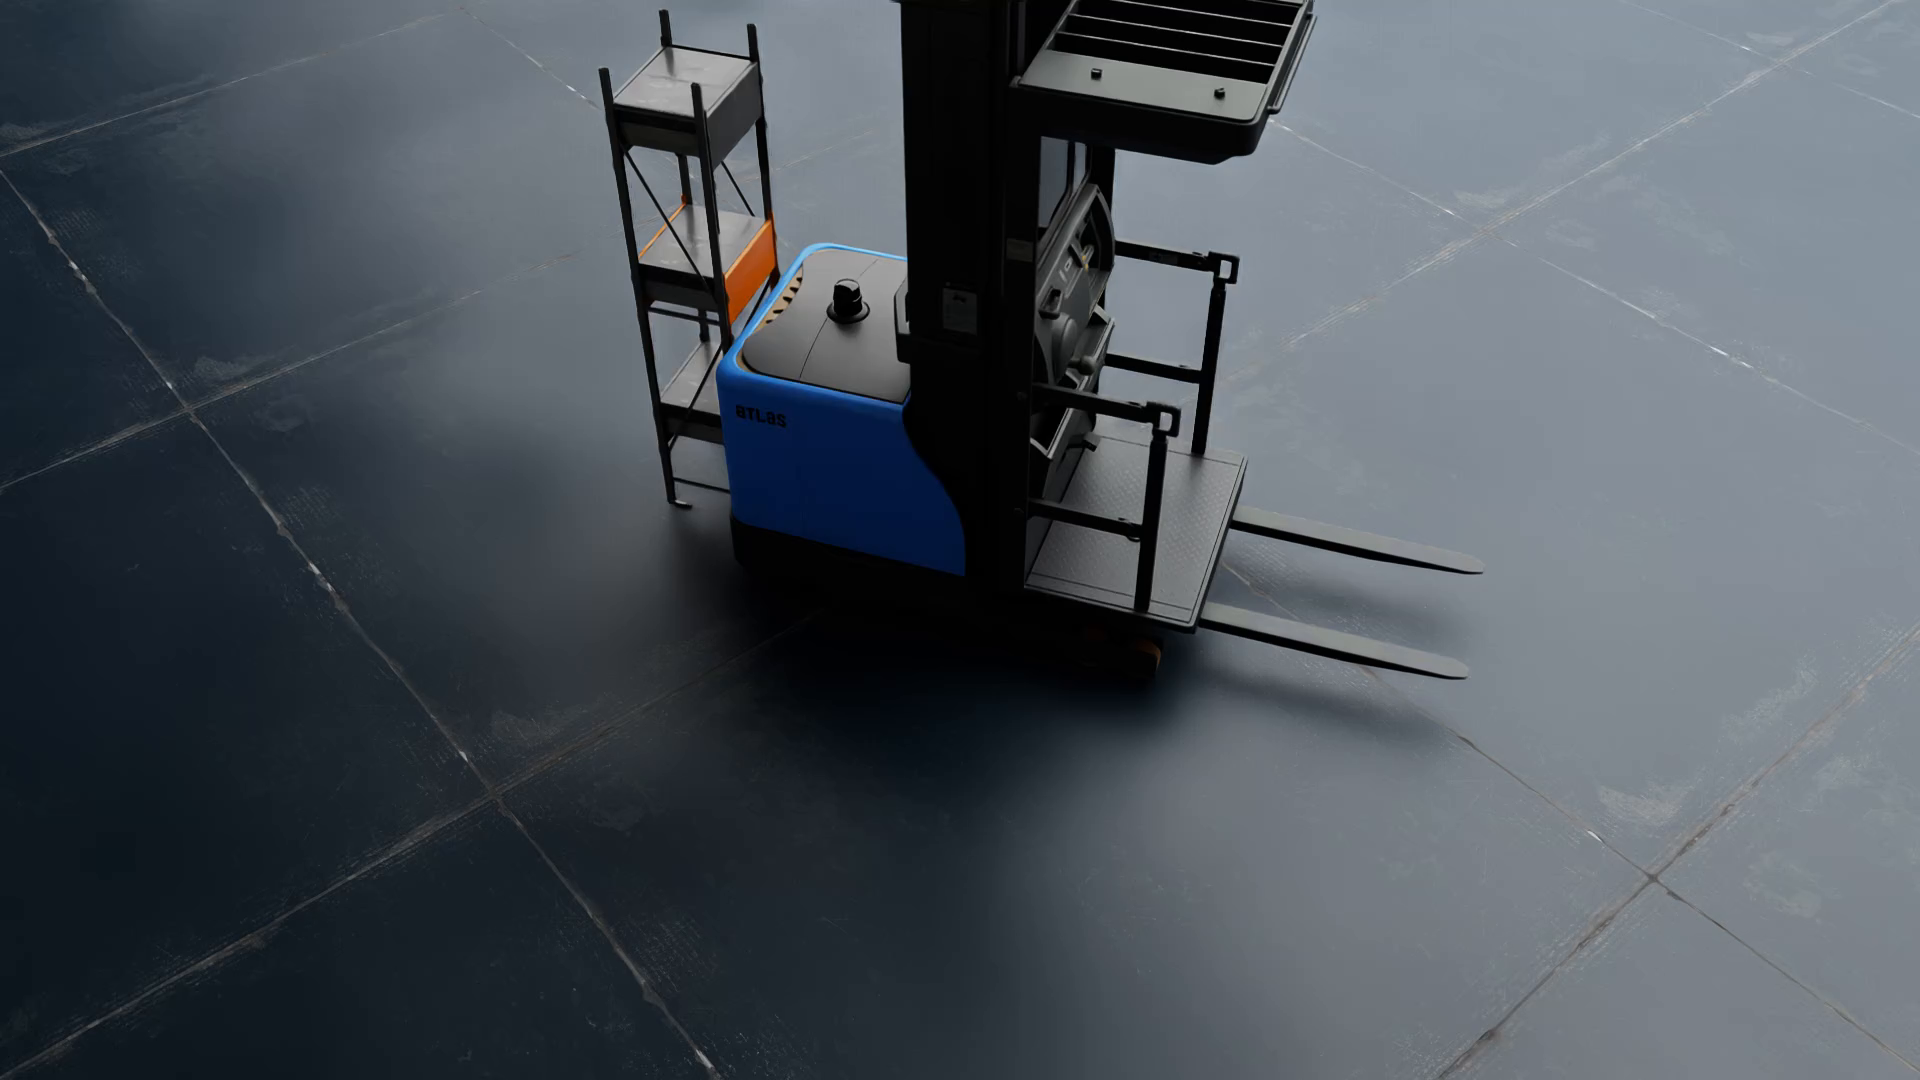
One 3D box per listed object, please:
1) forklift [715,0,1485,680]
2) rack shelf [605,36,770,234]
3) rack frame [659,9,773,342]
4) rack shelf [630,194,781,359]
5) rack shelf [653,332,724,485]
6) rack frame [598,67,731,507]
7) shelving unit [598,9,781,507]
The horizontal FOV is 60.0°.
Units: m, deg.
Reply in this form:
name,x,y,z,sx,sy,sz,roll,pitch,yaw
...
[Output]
name,x,y,z,sx,sy,sz,roll,pitch,yaw
forklift,0.613,-0.926,6.095,3.031,2.935,1.130,13,45,14
rack shelf,-1.034,-1.553,6.367,0.431,0.518,0.480,13,45,14
rack frame,-0.955,-1.211,7.005,0.400,2.100,0.015,13,45,14
rack shelf,-1.034,-1.043,6.846,0.431,0.518,0.480,13,45,14
rack shelf,-1.034,-0.532,7.326,0.431,0.518,0.480,13,45,14
rack frame,-1.112,-0.894,6.669,0.400,2.100,0.015,13,45,14
shelving unit,-1.034,-1.053,6.837,0.431,2.100,0.503,13,45,14
